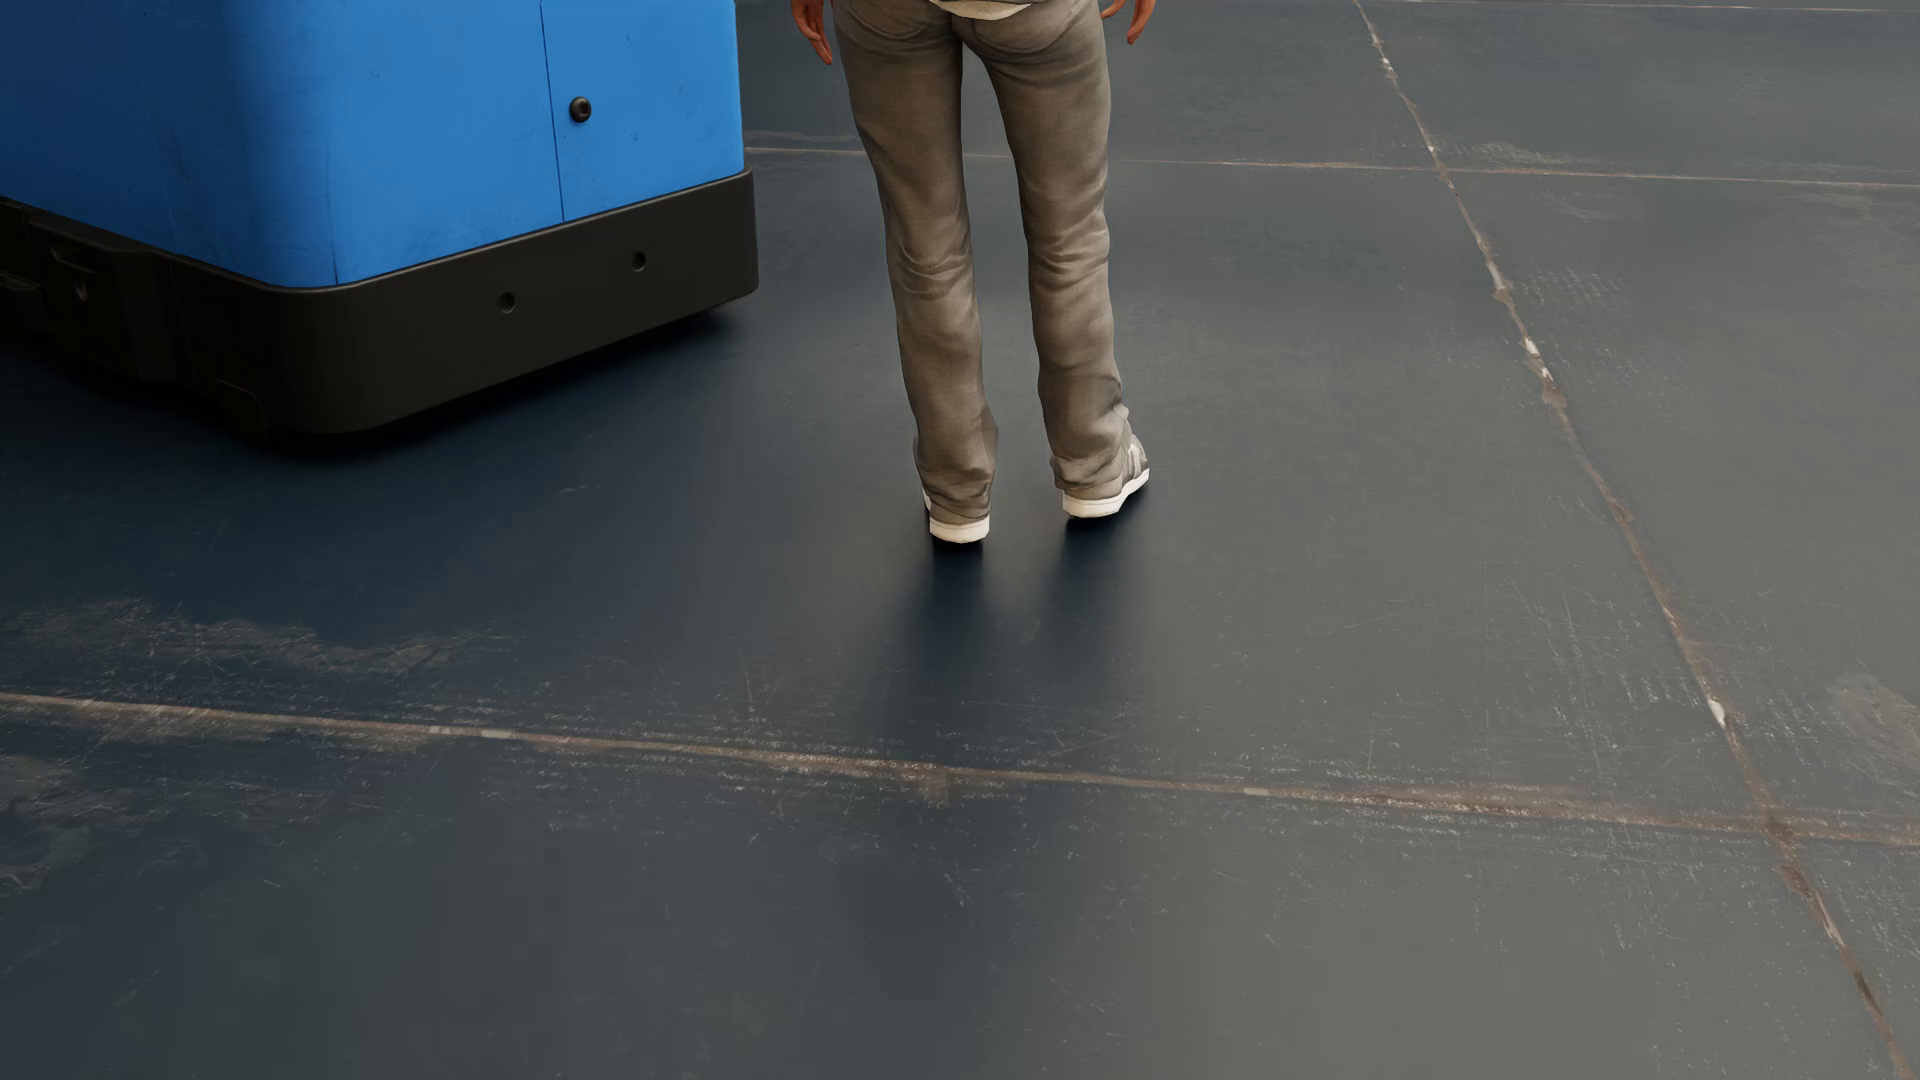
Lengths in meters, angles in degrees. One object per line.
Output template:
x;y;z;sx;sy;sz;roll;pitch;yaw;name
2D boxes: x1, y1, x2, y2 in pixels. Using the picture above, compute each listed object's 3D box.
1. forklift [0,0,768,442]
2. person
-1.866;-1.988;3.202;3.031;2.935;1.130;19;32;33;forklift
0.024;-0.753;2.204;0.519;1.598;0.474;3;27;7;person
